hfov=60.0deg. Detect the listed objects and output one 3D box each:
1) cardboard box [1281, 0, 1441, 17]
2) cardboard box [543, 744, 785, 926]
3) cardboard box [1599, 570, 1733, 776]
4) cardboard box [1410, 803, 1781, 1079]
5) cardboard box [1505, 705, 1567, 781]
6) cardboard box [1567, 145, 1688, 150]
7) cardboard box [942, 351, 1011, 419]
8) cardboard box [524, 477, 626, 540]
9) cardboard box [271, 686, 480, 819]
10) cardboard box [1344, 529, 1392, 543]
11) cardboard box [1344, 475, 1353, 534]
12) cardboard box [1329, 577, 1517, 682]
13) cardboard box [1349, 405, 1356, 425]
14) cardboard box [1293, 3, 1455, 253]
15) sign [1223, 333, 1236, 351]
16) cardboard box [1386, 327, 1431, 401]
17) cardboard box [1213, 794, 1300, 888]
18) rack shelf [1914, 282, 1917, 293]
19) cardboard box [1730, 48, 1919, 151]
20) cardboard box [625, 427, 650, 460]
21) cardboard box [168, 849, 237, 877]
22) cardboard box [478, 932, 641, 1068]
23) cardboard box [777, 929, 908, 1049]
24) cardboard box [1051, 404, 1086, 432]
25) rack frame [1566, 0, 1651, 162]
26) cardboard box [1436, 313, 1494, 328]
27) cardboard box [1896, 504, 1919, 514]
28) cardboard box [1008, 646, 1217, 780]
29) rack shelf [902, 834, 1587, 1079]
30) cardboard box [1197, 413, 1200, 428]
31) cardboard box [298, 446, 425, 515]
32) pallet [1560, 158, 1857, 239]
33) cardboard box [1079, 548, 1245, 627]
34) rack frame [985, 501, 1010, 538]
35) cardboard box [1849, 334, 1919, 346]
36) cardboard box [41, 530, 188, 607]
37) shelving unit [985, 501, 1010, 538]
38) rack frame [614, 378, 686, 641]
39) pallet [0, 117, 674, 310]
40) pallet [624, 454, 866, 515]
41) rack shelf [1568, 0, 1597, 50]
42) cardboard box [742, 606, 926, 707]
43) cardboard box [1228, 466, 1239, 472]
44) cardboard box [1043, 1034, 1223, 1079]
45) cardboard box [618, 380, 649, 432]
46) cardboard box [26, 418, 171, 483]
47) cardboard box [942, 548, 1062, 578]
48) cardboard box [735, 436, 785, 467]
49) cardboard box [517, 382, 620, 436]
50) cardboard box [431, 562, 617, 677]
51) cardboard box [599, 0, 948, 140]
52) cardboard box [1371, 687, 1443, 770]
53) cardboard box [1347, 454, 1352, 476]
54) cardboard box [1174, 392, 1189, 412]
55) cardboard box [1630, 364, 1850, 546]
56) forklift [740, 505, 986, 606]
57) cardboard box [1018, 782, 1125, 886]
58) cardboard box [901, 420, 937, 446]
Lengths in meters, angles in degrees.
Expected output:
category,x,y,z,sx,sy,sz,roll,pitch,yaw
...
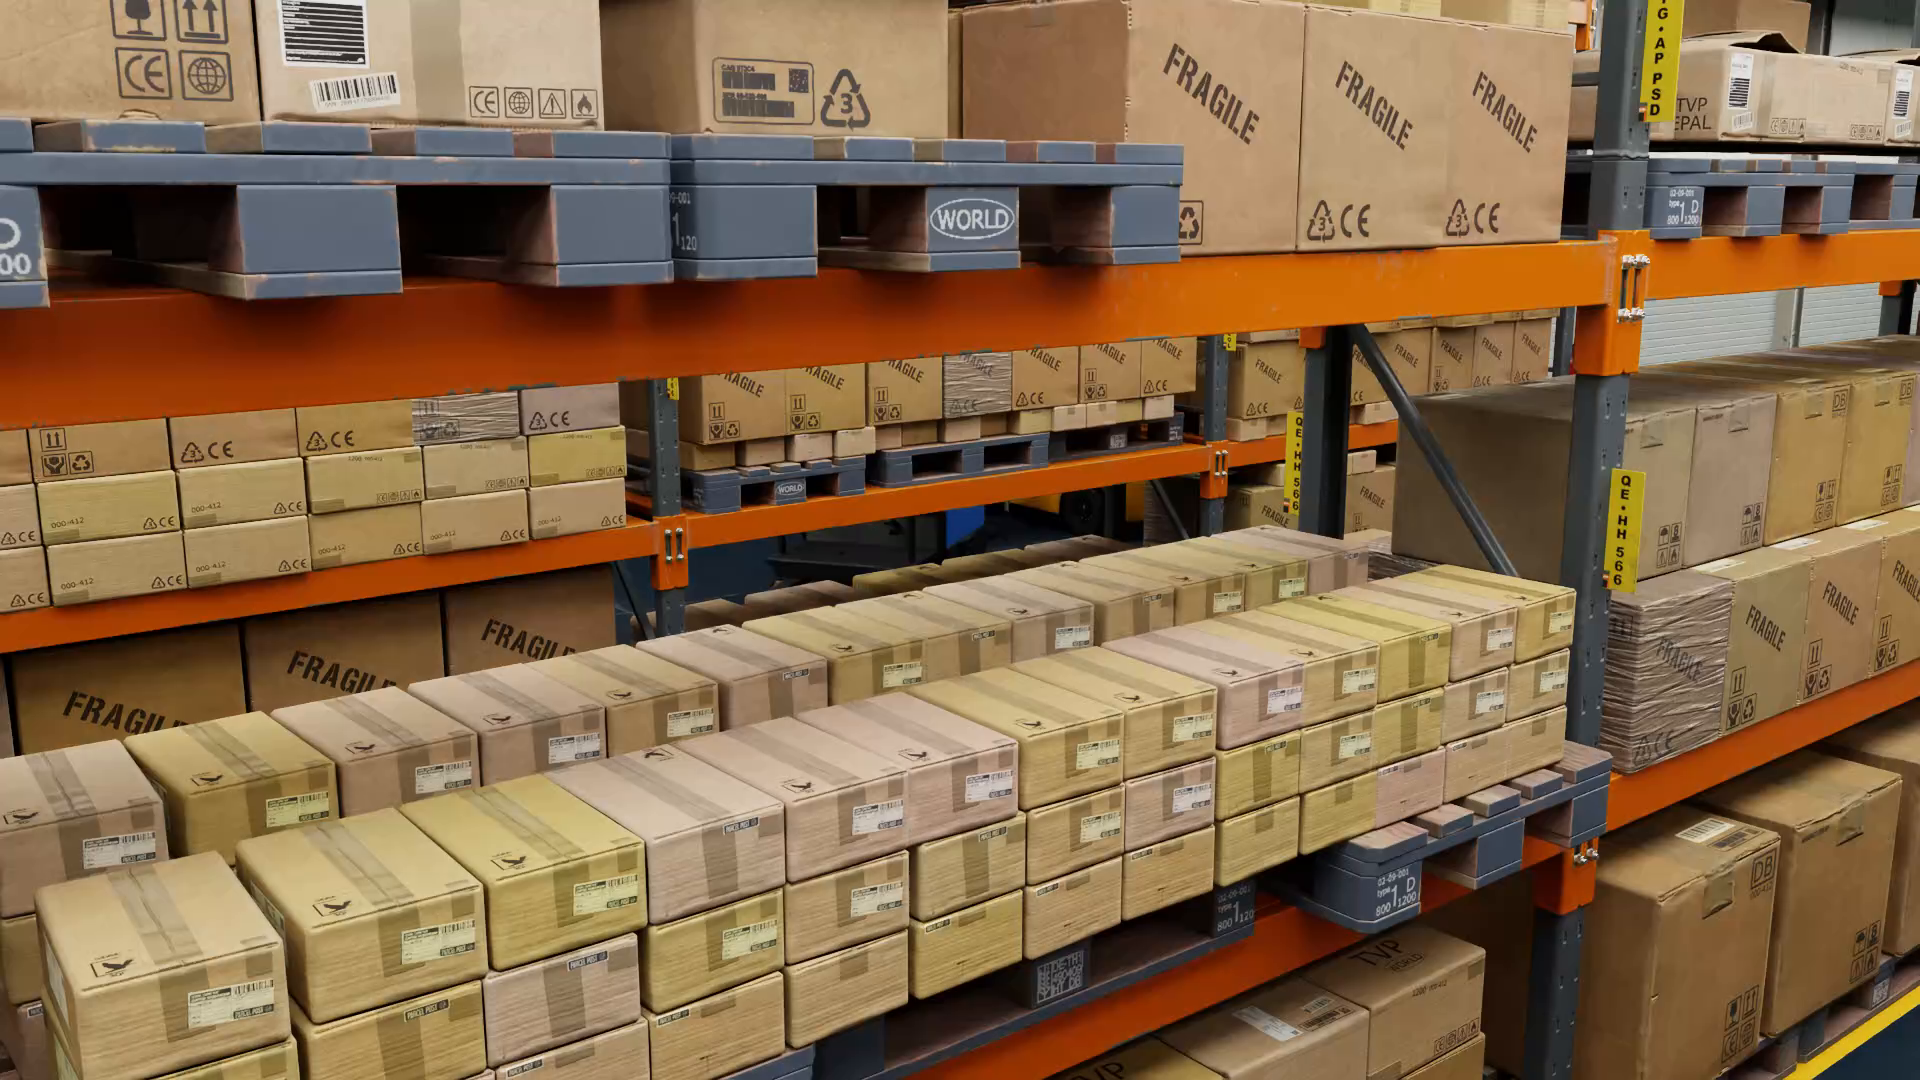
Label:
category,x,y,z,sx,sy,sz,roll,pitch,yaw
cardboard box,0.871,-1.310,3.772,0.258,0.266,0.396,-9,15,-38
cardboard box,-0.501,0.484,2.790,0.250,0.149,0.380,-10,15,-38
cardboard box,1.935,0.354,5.001,0.500,0.500,0.500,-9,15,-37
cardboard box,1.947,1.248,5.437,0.750,0.750,1.050,-10,15,-38
cardboard box,1.318,0.473,4.274,0.250,0.149,0.380,-9,15,-37
cardboard box,2.044,-1.445,5.455,0.500,0.311,0.500,-9,15,-38
cardboard box,-0.051,-0.996,9.629,0.500,0.500,0.500,-10,16,-40
cardboard box,-1.988,-0.192,8.171,0.500,0.250,0.500,-10,16,-40
cardboard box,-1.104,0.410,3.136,0.250,0.149,0.380,-10,16,-39
cardboard box,2.503,0.245,9.947,0.500,0.500,0.500,-9,15,-38
cardboard box,2.408,-0.223,11.762,0.500,0.500,0.500,-9,15,-35
cardboard box,1.122,0.214,4.063,0.250,0.149,0.380,-10,15,-38
cardboard box,2.571,-0.905,11.772,0.250,0.149,0.380,-10,15,-38
cardboard box,0.746,-0.917,3.763,0.500,0.500,0.500,-9,15,-38
sign,1.717,-1.369,10.565,0.005,0.325,0.100,-9,15,-38
cardboard box,3.045,-1.299,12.067,0.500,0.500,0.500,-9,15,-37
cardboard box,0.516,0.605,3.650,0.250,0.149,0.380,-10,16,-40
rack shelf,6.101,-1.477,8.373,4.000,0.370,1.077,-9,15,-38
cardboard box,2.911,-1.451,5.481,0.500,0.311,0.500,-10,15,-39
cardboard box,-1.647,-0.536,9.025,0.250,0.149,0.380,-9,15,-36
cardboard box,-1.315,0.590,3.007,0.250,0.149,0.380,-9,15,-37
cardboard box,-0.710,0.664,2.658,0.250,0.149,0.380,-9,15,-36
cardboard box,-0.307,0.743,3.003,0.250,0.149,0.380,-10,16,-40
cardboard box,0.546,-0.759,10.073,0.250,0.149,0.380,-9,15,-37
rack frame,1.416,-2.518,4.320,0.127,3.000,1.000,-9,15,-38
cardboard box,3.495,-1.845,12.234,0.500,0.500,0.700,-10,15,-38
cardboard box,3.509,0.091,6.237,0.500,0.500,0.500,-9,15,-37
cardboard box,0.308,0.349,3.426,0.250,0.149,0.380,-9,15,-35
rack shelf,-0.146,1.028,3.796,4.000,0.370,1.077,-9,15,-38
cardboard box,1.619,-0.894,11.720,0.250,0.149,0.380,-9,15,-36
cardboard box,-2.760,-0.303,7.492,0.500,0.250,0.500,-10,16,-39
pallet,1.885,-1.050,5.086,1.003,0.211,1.213,-9,15,-35
cardboard box,0.531,0.138,4.417,0.250,0.149,0.380,-10,15,-38
rack frame,0.291,-0.782,14.201,0.023,1.500,0.400,-9,15,-38
cardboard box,4.155,-0.575,6.966,0.500,0.500,0.700,-10,15,-39
cardboard box,-3.557,0.074,6.920,0.500,0.250,0.500,-10,15,-38
shelving unit,0.005,-0.735,13.977,0.755,1.500,0.431,-9,15,-38
rack frame,-1.756,-0.373,8.663,0.127,3.000,1.000,-9,15,-38
pallet,-1.159,-0.502,2.503,1.003,0.211,1.213,-9,15,-38
pallet,-1.266,-0.389,9.200,1.003,0.211,1.213,-9,15,-38
rack shelf,2.930,-3.732,11.781,4.000,0.370,1.077,-9,15,-38
cardboard box,-0.289,0.275,3.776,0.250,0.149,0.380,-10,15,-38
cardboard box,2.058,-0.306,12.150,0.500,0.500,0.500,-9,15,-37
cardboard box,0.251,1.329,3.848,0.500,0.250,0.500,-9,15,-36
cardboard box,-1.574,-0.877,9.068,0.500,0.500,0.500,-10,16,-39
cardboard box,-3.583,-0.537,6.790,0.500,0.500,0.500,-10,16,-39
cardboard box,0.401,0.350,10.572,0.625,0.372,0.950,-8,15,-34
cardboard box,-1.144,-0.499,8.849,0.250,0.149,0.380,-11,16,-41
cardboard box,-1.996,-0.801,8.033,0.500,0.500,0.500,-10,16,-39
cardboard box,-2.347,0.537,8.481,0.875,0.875,0.875,-10,15,-38
cardboard box,-0.419,-0.966,2.977,0.637,0.503,0.797,-10,15,-38
cardboard box,0.903,0.396,3.918,0.250,0.149,0.380,-9,15,-36
cardboard box,2.533,-0.543,11.704,0.250,0.149,0.380,-9,15,-35
cardboard box,1.560,-1.184,11.527,0.500,0.500,0.500,-10,16,-39
cardboard box,2.566,-0.310,5.721,0.500,0.500,0.700,-10,15,-39
forklift,-0.727,-1.010,11.827,1.130,2.935,3.031,4,13,18
cardboard box,0.107,0.528,3.298,0.250,0.149,0.380,-10,15,-39
cardboard box,-0.338,-0.646,9.543,0.250,0.149,0.380,-9,15,-35
